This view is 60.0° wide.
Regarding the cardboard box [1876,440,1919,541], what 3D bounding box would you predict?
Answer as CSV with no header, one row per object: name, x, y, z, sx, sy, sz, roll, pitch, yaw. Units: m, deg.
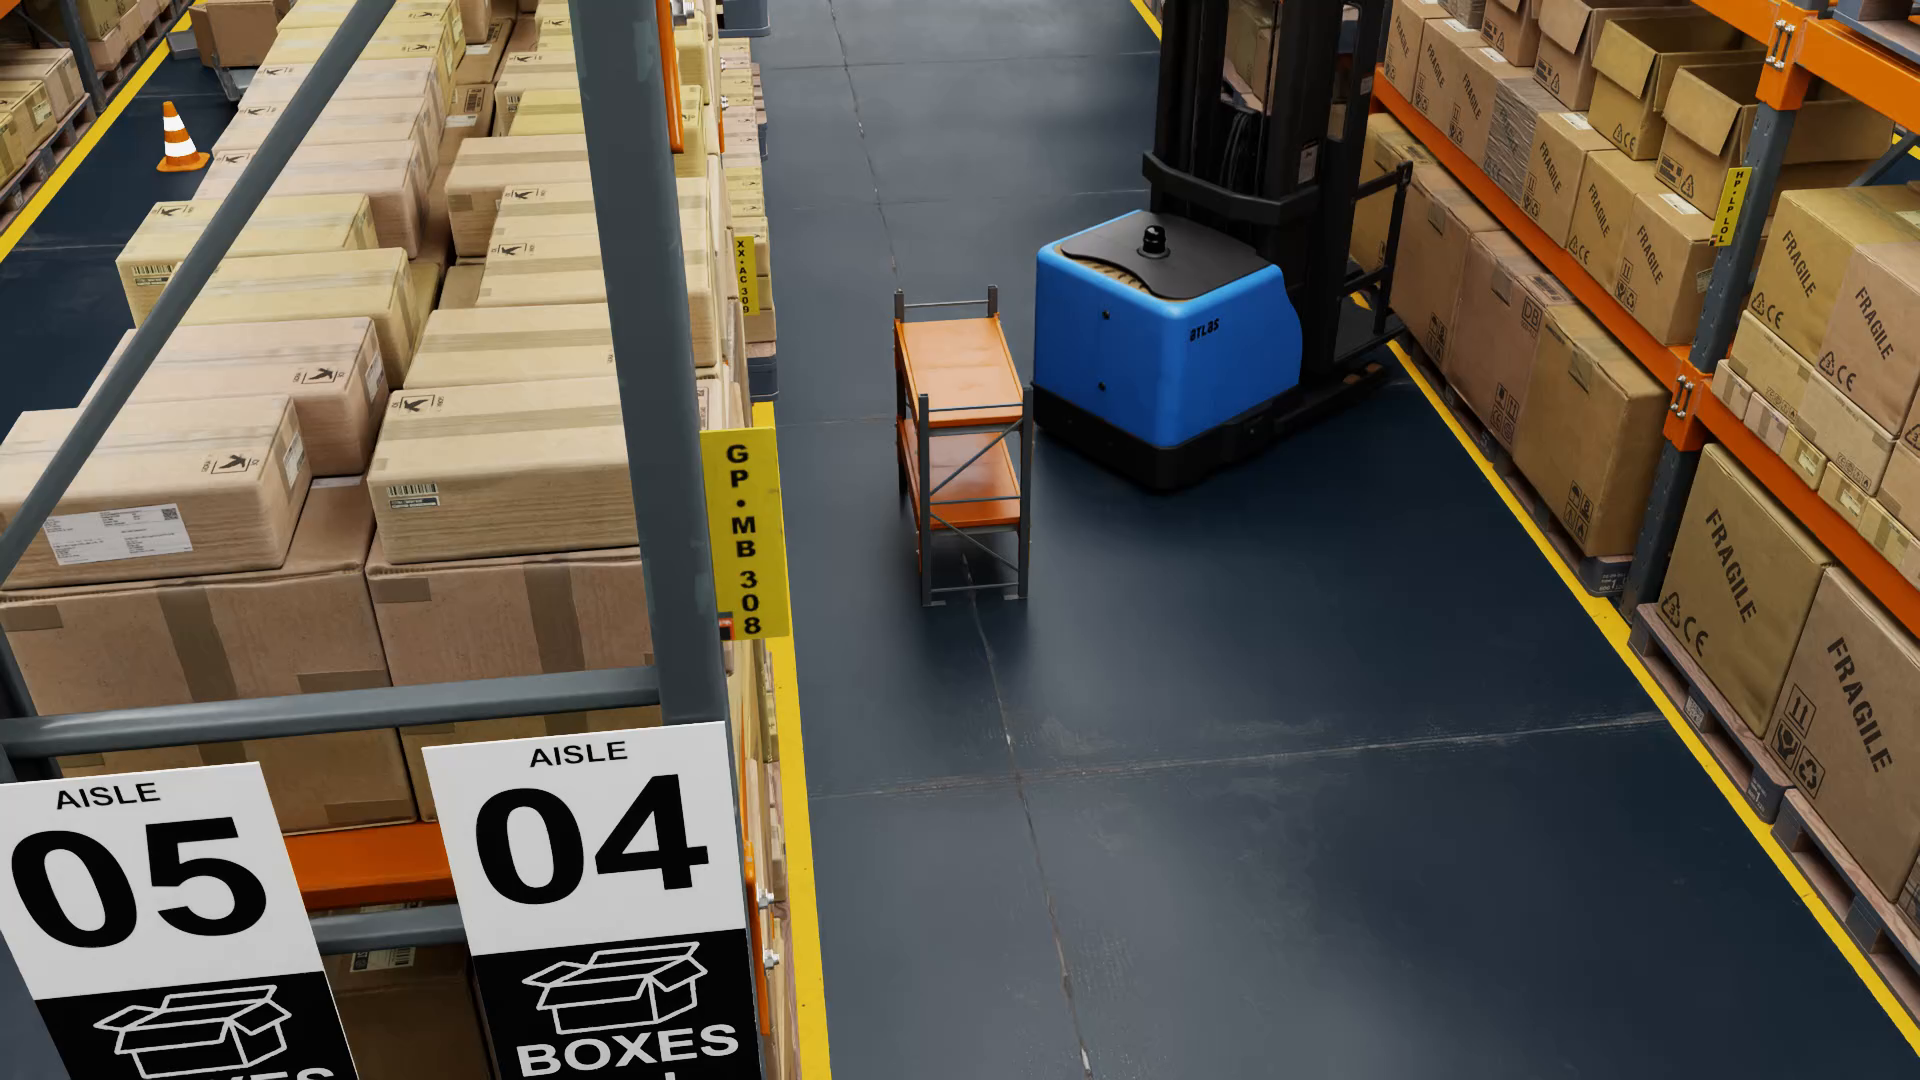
cardboard box,3.514,-0.124,5.638,0.500,0.250,0.500,-4,34,-5

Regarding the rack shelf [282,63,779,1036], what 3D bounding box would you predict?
rack shelf,-1.086,-0.419,4.176,1.077,0.370,4.000,-4,35,-6

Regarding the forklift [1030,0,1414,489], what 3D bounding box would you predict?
forklift,1.815,-2.176,8.840,3.031,2.935,1.130,-27,42,-33

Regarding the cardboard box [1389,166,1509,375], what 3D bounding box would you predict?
cardboard box,3.220,-1.555,9.382,1.225,0.875,0.875,-4,35,-6

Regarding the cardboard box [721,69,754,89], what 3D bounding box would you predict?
cardboard box,-1.201,-2.180,8.107,0.380,0.149,0.250,-3,34,-4

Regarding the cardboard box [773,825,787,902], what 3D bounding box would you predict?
cardboard box,-0.825,1.183,6.010,0.380,0.149,0.250,-4,35,-6

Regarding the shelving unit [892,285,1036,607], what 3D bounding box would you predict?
shelving unit,0.001,-0.461,7.928,0.538,1.125,1.048,-4,35,-6

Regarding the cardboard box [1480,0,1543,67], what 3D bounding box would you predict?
cardboard box,3.203,-2.827,8.755,0.797,0.503,0.637,-4,34,-5

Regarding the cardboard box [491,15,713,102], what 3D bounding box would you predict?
cardboard box,-0.908,-1.157,4.309,0.500,0.250,0.500,-3,34,-4

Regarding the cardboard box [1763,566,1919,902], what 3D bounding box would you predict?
cardboard box,3.704,0.669,6.118,0.875,0.875,0.875,-4,35,-6

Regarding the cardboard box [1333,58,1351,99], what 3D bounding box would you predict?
cardboard box,2.834,-3.269,11.547,0.500,0.250,0.500,-1,34,-1

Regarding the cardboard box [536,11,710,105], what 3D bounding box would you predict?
cardboard box,-0.788,-1.128,3.913,0.380,0.149,0.250,-5,35,-7

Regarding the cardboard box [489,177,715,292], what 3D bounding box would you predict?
cardboard box,-0.647,-0.543,3.056,0.380,0.149,0.250,-4,34,-6

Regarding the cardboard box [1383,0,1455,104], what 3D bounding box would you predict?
cardboard box,2.831,-2.893,9.743,0.500,0.500,0.500,-3,34,-5

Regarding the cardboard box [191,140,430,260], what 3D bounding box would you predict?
cardboard box,-1.241,-0.646,3.206,0.380,0.149,0.250,-5,35,-7

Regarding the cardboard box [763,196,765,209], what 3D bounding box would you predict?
cardboard box,-1.060,-1.473,7.334,0.380,0.149,0.250,-6,35,-8

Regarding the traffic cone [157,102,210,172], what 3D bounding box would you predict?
traffic cone,-5.768,-2.991,12.228,0.336,0.463,0.334,-4,35,-6

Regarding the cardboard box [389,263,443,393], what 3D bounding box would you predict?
cardboard box,-1.201,-0.267,3.005,0.500,0.250,0.500,-5,35,-8

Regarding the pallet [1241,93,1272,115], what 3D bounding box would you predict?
pallet,2.771,-3.107,12.622,1.003,0.211,1.213,-4,35,-6

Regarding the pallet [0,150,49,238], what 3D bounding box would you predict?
pallet,-7.049,-2.356,11.520,1.003,0.211,1.213,-4,35,-6

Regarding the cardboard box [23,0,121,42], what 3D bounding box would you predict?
cardboard box,-7.134,-4.322,13.332,0.500,0.500,0.500,-3,34,-4

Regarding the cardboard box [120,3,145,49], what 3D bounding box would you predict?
cardboard box,-7.217,-4.309,13.979,0.500,0.250,0.500,-3,34,-4

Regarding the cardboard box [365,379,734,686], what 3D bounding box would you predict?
cardboard box,-0.620,-0.015,2.634,0.500,0.250,0.500,-4,34,-6

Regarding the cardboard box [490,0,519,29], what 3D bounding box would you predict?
cardboard box,-1.466,-1.411,4.683,0.500,0.250,0.500,-5,35,-7

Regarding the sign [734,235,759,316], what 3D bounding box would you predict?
sign,-0.818,-0.996,6.279,0.100,0.325,0.005,-4,35,-6

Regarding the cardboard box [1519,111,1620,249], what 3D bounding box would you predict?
cardboard box,3.103,-1.761,8.082,0.500,0.500,0.500,-5,35,-7

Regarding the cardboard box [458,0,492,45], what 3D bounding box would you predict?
cardboard box,-1.417,-1.379,4.282,0.380,0.149,0.250,-5,35,-8

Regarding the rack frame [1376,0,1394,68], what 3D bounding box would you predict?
rack frame,3.036,-3.144,10.200,1.000,3.000,0.127,-4,35,-6

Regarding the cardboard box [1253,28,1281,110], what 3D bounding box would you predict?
cardboard box,2.680,-3.601,12.699,0.700,0.500,0.500,-7,35,-10

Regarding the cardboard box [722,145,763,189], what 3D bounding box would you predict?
cardboard box,-1.059,-1.601,7.257,0.380,0.149,0.250,-5,35,-7

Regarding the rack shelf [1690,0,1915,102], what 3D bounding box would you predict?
rack shelf,3.305,-2.970,7.920,1.077,0.370,4.000,-4,35,-6

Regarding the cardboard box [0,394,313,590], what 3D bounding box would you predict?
cardboard box,-1.153,-0.072,2.364,0.380,0.149,0.250,-5,35,-7

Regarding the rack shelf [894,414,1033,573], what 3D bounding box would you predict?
rack shelf,0.001,-0.259,8.065,0.538,0.278,1.000,-4,35,-6

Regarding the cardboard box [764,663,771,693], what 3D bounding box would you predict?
cardboard box,-0.949,0.591,6.614,0.380,0.149,0.250,-6,35,-9

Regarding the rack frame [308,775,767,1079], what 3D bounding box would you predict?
rack frame,-0.817,1.640,3.180,1.000,3.000,0.127,-4,35,-6

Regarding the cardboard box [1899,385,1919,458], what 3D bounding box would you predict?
cardboard box,3.518,-0.431,5.421,0.500,0.500,0.500,-5,35,-8

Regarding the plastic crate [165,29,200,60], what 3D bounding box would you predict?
plastic crate,-6.721,-4.357,14.573,0.402,0.080,0.583,-16,38,-23

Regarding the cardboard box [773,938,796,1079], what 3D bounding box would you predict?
cardboard box,-0.604,1.204,3.467,0.500,0.500,0.500,-3,34,-4

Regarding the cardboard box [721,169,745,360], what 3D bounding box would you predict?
cardboard box,-1.024,-0.928,5.707,0.500,0.500,0.500,-6,35,-8

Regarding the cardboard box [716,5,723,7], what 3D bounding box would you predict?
cardboard box,-1.373,-2.901,9.166,0.380,0.149,0.250,-6,35,-8

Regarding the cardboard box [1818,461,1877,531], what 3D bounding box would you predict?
cardboard box,3.392,-0.177,6.070,0.380,0.149,0.250,-5,35,-8

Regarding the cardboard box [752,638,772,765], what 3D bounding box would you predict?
cardboard box,-0.736,0.219,4.025,0.500,0.500,0.500,-5,35,-7

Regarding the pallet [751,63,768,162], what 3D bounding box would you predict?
pallet,-1.691,-2.356,9.213,1.213,0.211,1.003,-4,35,-6

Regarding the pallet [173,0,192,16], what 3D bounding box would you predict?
pallet,-7.776,-5.207,15.703,1.003,0.211,1.213,-4,35,-6

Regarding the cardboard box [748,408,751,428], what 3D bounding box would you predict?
cardboard box,-0.941,-0.218,5.554,0.500,0.500,0.500,-5,35,-8

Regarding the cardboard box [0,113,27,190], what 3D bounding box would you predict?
cardboard box,-7.054,-2.632,11.409,0.950,0.372,0.625,-3,34,-5

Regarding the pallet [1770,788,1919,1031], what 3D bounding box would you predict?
pallet,3.766,1.353,6.077,1.003,0.211,1.213,-4,35,-6
